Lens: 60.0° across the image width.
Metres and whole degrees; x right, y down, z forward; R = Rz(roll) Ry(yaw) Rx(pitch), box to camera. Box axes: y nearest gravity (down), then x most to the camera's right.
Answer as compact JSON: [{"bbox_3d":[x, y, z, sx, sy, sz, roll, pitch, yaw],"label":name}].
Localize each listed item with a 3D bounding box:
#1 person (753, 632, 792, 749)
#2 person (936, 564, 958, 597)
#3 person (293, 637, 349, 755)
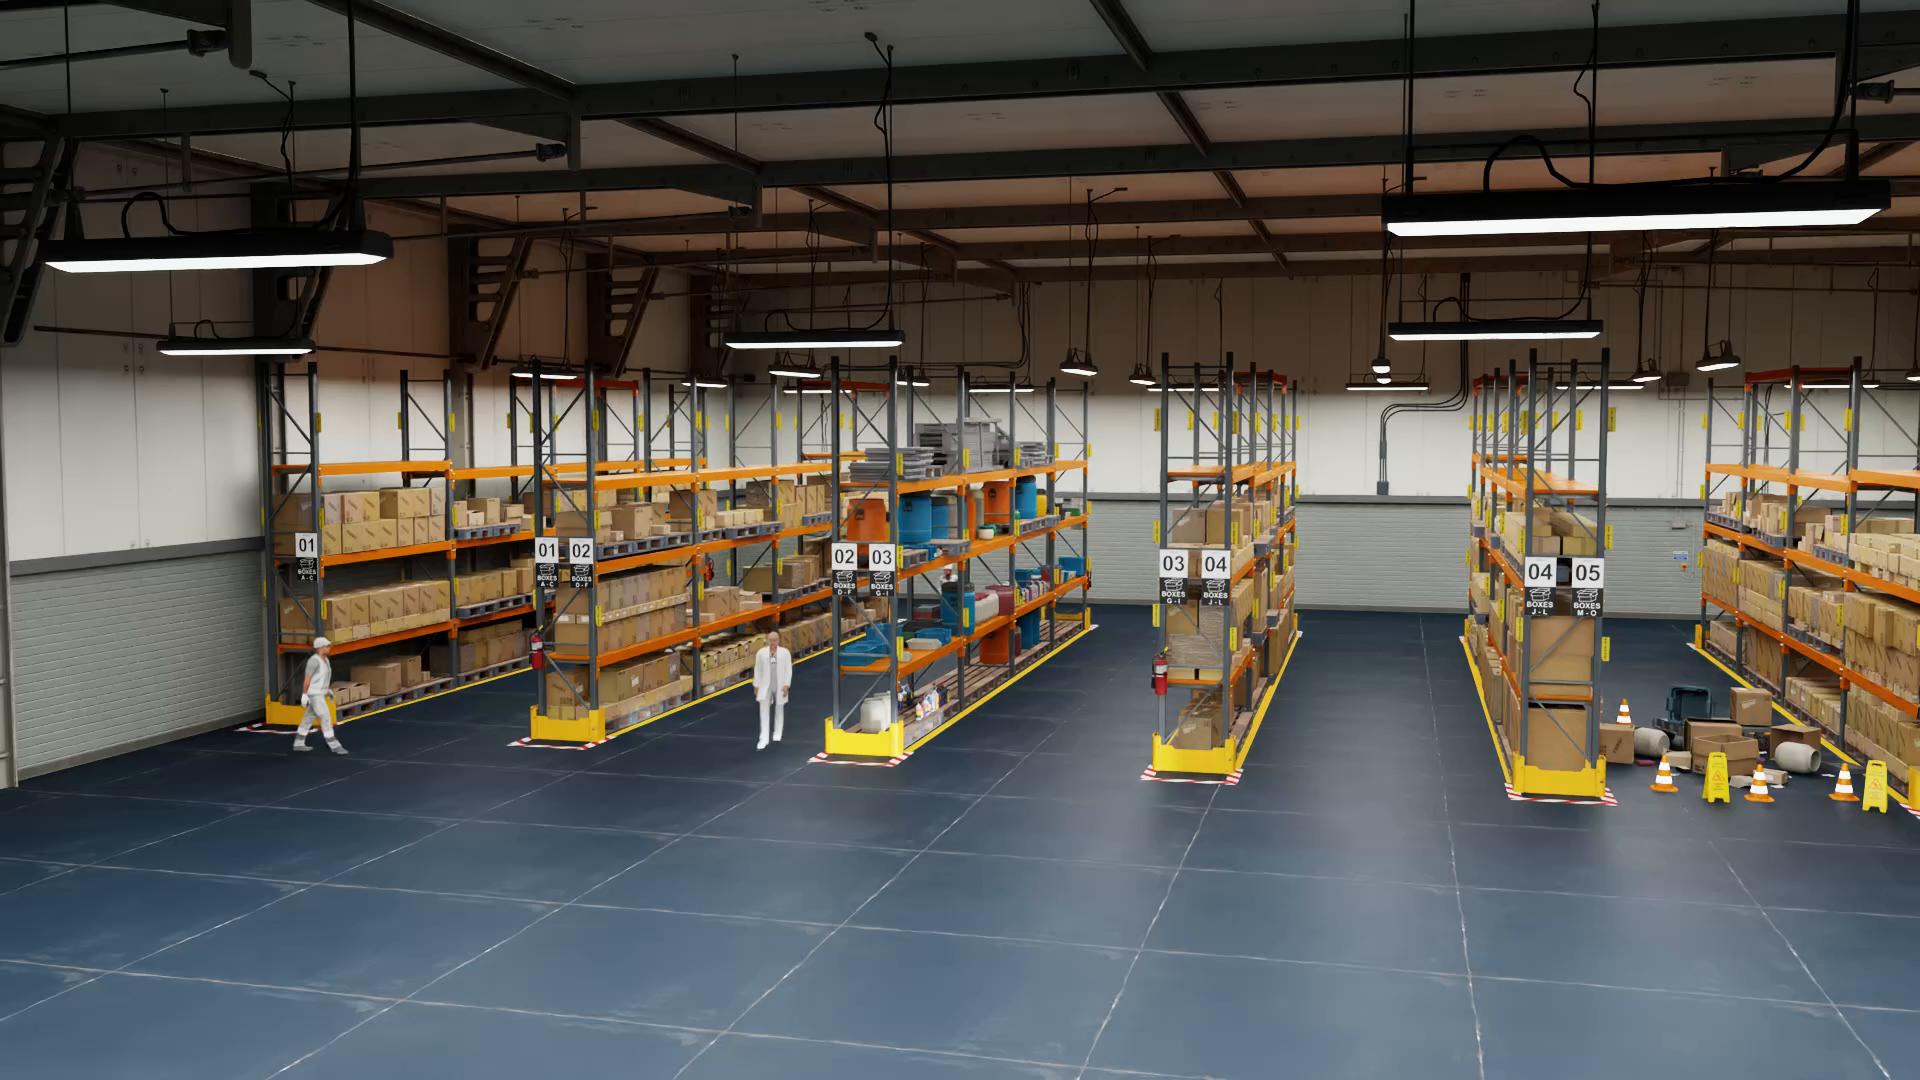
[{"bbox_3d":[-2.904,2.296,25.810,0.607,1.745,0.962,-1,4,-10],"label":"person"},{"bbox_3d":[-0.209,1.383,39.513,0.663,1.683,0.725,2,4,25],"label":"person"},{"bbox_3d":[-9.668,2.343,25.157,0.896,1.753,0.597,0,4,-1],"label":"person"}]
